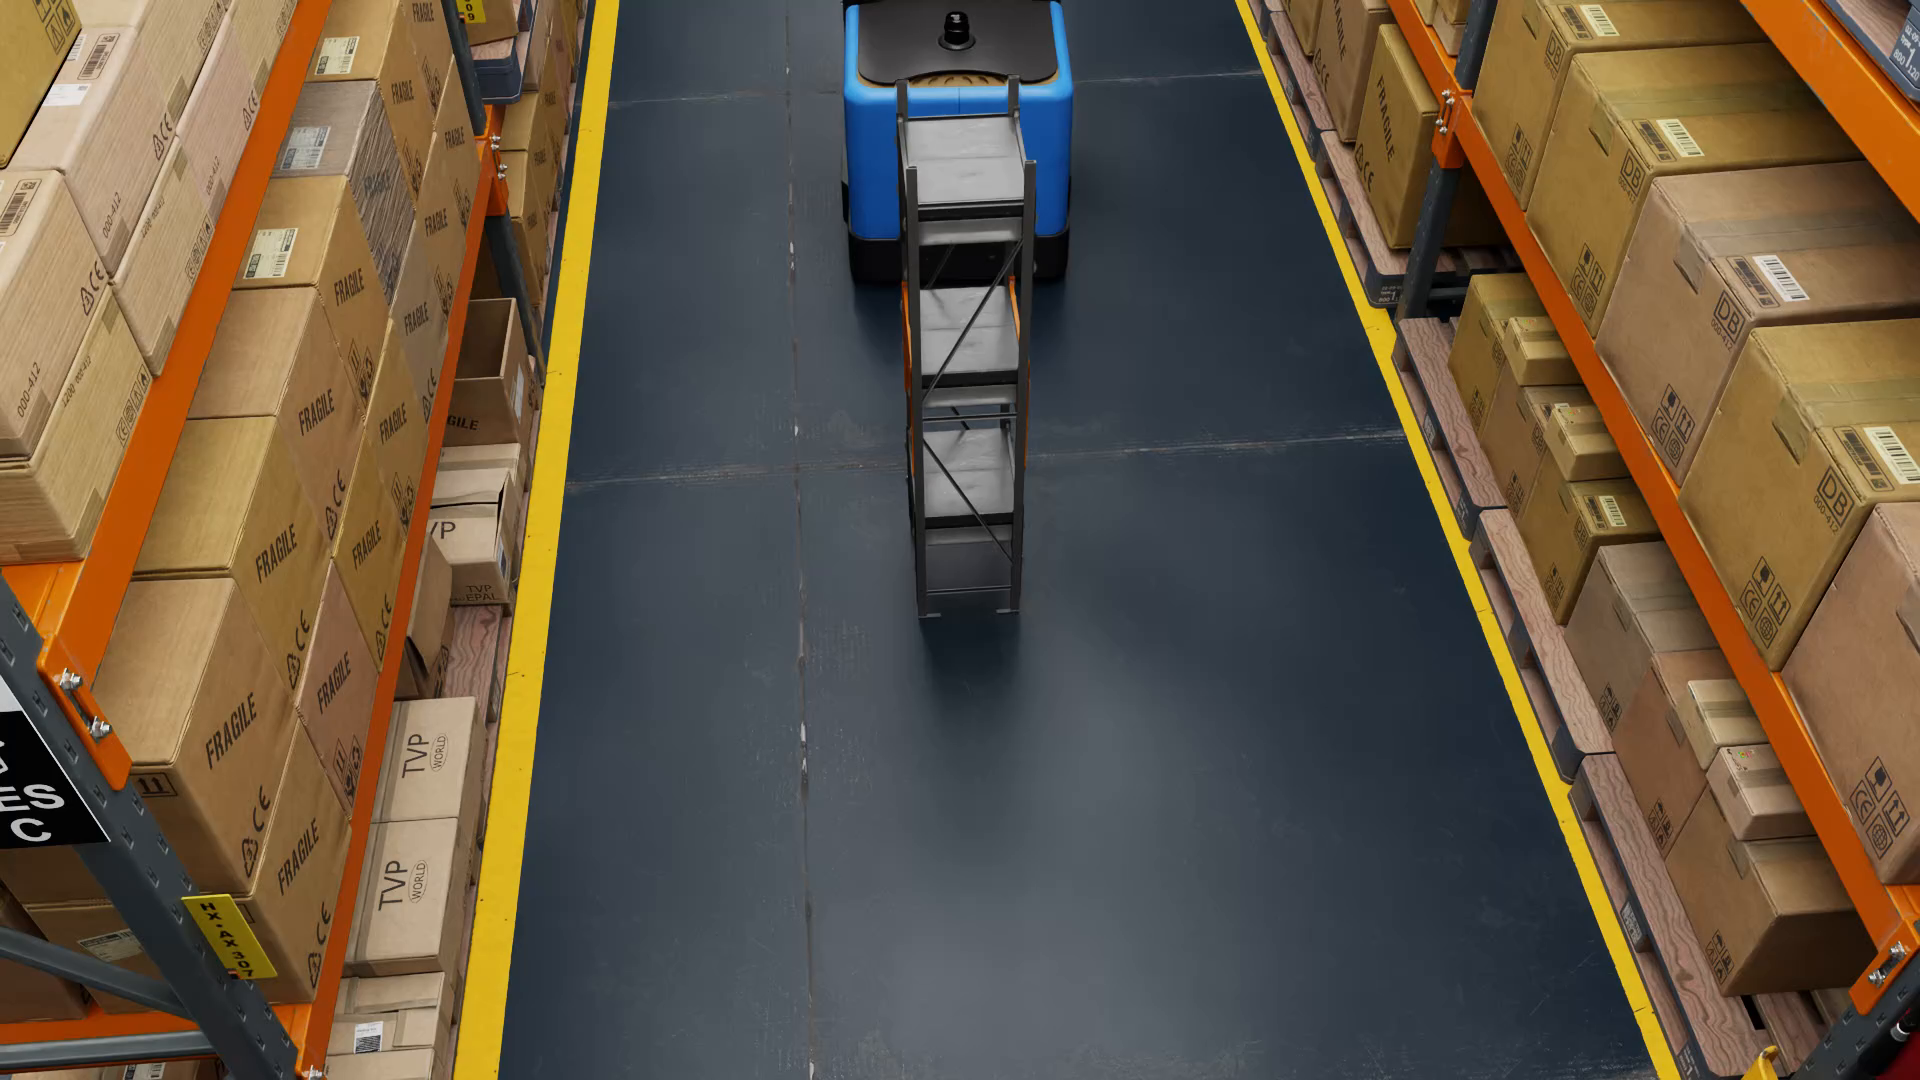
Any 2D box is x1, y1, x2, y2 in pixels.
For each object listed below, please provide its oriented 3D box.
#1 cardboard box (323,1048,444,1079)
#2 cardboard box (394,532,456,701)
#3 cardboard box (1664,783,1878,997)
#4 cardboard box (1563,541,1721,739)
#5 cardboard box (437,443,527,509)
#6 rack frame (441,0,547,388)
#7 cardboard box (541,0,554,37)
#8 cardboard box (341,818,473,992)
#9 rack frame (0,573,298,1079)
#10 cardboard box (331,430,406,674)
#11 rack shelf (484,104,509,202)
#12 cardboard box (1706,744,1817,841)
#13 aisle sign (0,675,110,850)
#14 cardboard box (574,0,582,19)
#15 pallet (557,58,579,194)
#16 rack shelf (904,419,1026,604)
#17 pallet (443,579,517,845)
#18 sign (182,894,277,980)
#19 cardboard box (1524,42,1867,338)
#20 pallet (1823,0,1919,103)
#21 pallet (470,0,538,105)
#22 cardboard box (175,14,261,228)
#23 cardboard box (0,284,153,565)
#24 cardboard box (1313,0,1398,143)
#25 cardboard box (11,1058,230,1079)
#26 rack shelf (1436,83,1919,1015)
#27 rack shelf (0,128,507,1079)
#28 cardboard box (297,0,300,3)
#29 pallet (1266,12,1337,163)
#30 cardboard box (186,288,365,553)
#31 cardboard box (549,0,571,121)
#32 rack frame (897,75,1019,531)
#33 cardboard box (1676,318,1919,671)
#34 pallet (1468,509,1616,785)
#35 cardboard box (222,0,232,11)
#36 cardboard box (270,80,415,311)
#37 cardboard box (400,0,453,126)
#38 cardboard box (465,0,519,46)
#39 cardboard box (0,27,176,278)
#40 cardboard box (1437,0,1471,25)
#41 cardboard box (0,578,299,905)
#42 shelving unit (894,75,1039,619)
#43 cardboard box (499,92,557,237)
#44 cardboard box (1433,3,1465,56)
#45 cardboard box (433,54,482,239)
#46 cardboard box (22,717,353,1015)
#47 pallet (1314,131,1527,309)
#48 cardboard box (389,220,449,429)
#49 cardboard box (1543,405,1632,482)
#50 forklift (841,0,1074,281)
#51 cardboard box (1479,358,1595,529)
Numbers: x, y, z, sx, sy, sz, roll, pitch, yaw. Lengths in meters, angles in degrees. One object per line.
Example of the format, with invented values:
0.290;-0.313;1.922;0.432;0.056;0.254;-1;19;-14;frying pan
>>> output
-1.746;1.661;4.908;0.380;0.149;0.250;-3;47;-3;cardboard box
-2.225;0.328;5.926;0.797;0.503;0.637;-3;47;-3;cardboard box
2.725;1.067;5.242;0.700;0.500;0.500;-3;47;-3;cardboard box
2.640;0.341;5.930;0.700;0.500;0.500;-5;47;-5;cardboard box
-1.966;-0.246;6.714;0.380;0.149;0.250;-3;47;-3;cardboard box
-2.388;-1.738;6.467;1.000;3.000;0.127;-3;47;-3;rack frame
-2.312;-2.739;8.317;0.500;0.250;0.500;-4;47;-4;cardboard box
-1.858;1.178;5.296;0.500;0.250;0.500;-3;47;-3;cardboard box
-2.053;1.156;3.726;1.000;3.000;0.127;-3;47;-3;rack frame
-1.915;0.048;4.706;0.500;0.500;0.500;-4;47;-3;cardboard box
-2.555;-2.938;8.098;1.077;0.370;4.000;-3;47;-3;rack shelf
2.532;0.762;5.084;0.380;0.149;0.250;-4;47;-4;cardboard box
-1.755;0.294;2.752;0.394;0.787;0.004;-3;47;-3;aisle sign
-2.410;-3.261;9.328;0.500;0.500;0.500;-2;47;-2;cardboard box
-2.599;-2.250;8.872;1.003;0.211;1.213;-3;47;-3;pallet
0.014;-0.112;6.529;0.431;0.518;0.480;-3;47;-3;rack shelf
-2.226;0.603;6.171;1.003;0.211;1.213;-3;47;-3;pallet
-1.512;0.825;3.443;0.100;0.325;0.005;-3;47;-3;sign
2.633;-1.223;5.772;0.980;0.700;0.700;-5;47;-4;cardboard box
2.705;-1.570;4.302;1.003;0.211;1.213;-3;47;-3;pallet
-2.346;-2.257;7.090;1.003;0.211;1.213;-3;47;-3;pallet
-1.915;-0.935;3.744;0.500;0.250;0.500;-3;47;-3;cardboard box
-1.843;-0.211;3.058;0.500;0.250;0.500;-3;47;-3;cardboard box
2.287;-2.552;8.429;0.750;0.750;0.750;-2;47;-2;cardboard box
-2.344;1.486;4.832;0.500;0.500;0.500;-3;47;-3;cardboard box
2.716;-0.347;5.645;1.077;0.370;4.000;-3;47;-3;rack shelf
-2.220;-0.044;5.357;1.077;0.370;4.000;-3;47;-3;rack shelf
-2.000;-1.659;4.429;0.500;0.250;0.500;-3;47;-3;cardboard box
2.303;-2.521;9.129;1.003;0.211;1.213;-3;47;-3;pallet
-1.916;-0.299;4.347;0.500;0.500;0.500;-3;47;-3;cardboard box
-2.317;-2.508;8.614;0.500;0.500;0.500;-5;47;-5;cardboard box
-0.007;-0.779;6.178;0.400;2.100;0.015;-3;47;-3;rack frame
2.758;-0.145;4.751;0.980;0.700;0.700;-4;47;-4;cardboard box
2.639;0.357;6.403;1.003;0.211;1.213;-3;47;-3;pallet
-1.957;-1.469;3.905;0.500;0.250;0.500;-3;47;-3;cardboard box
-2.000;-1.031;5.039;0.500;0.500;0.500;-3;47;-3;cardboard box
-2.087;-1.766;5.736;0.500;0.500;0.500;-3;47;-3;cardboard box
-2.205;-2.273;6.615;0.700;0.500;0.500;-18;49;-16;cardboard box
-1.871;-0.746;3.220;0.500;0.250;0.500;-3;47;-3;cardboard box
2.258;-2.504;6.905;0.500;0.500;0.500;-4;47;-4;cardboard box
-1.827;0.441;3.646;0.500;0.500;0.500;-2;47;-2;cardboard box
0.014;-0.602;6.011;0.431;2.100;0.503;-3;47;-3;shelving unit
-2.241;-1.780;7.925;0.500;0.500;0.500;-3;47;-3;cardboard box
2.238;-2.190;7.054;0.380;0.149;0.250;-3;47;-3;cardboard box
-2.090;-1.426;6.103;0.500;0.500;0.500;-3;47;-3;cardboard box
-1.827;0.785;4.009;0.500;0.500;0.500;-3;47;-2;cardboard box
2.409;-1.637;8.291;1.003;0.211;1.213;-3;47;-3;pallet
-2.000;-0.682;5.398;0.500;0.500;0.500;-3;47;-2;cardboard box
2.399;-0.366;6.153;0.380;0.149;0.250;-5;47;-4;cardboard box
-0.050;-3.305;7.998;1.130;2.935;3.031;-1;47;-1;forklift
2.547;-0.416;6.647;0.700;0.500;0.500;-4;47;-4;cardboard box
